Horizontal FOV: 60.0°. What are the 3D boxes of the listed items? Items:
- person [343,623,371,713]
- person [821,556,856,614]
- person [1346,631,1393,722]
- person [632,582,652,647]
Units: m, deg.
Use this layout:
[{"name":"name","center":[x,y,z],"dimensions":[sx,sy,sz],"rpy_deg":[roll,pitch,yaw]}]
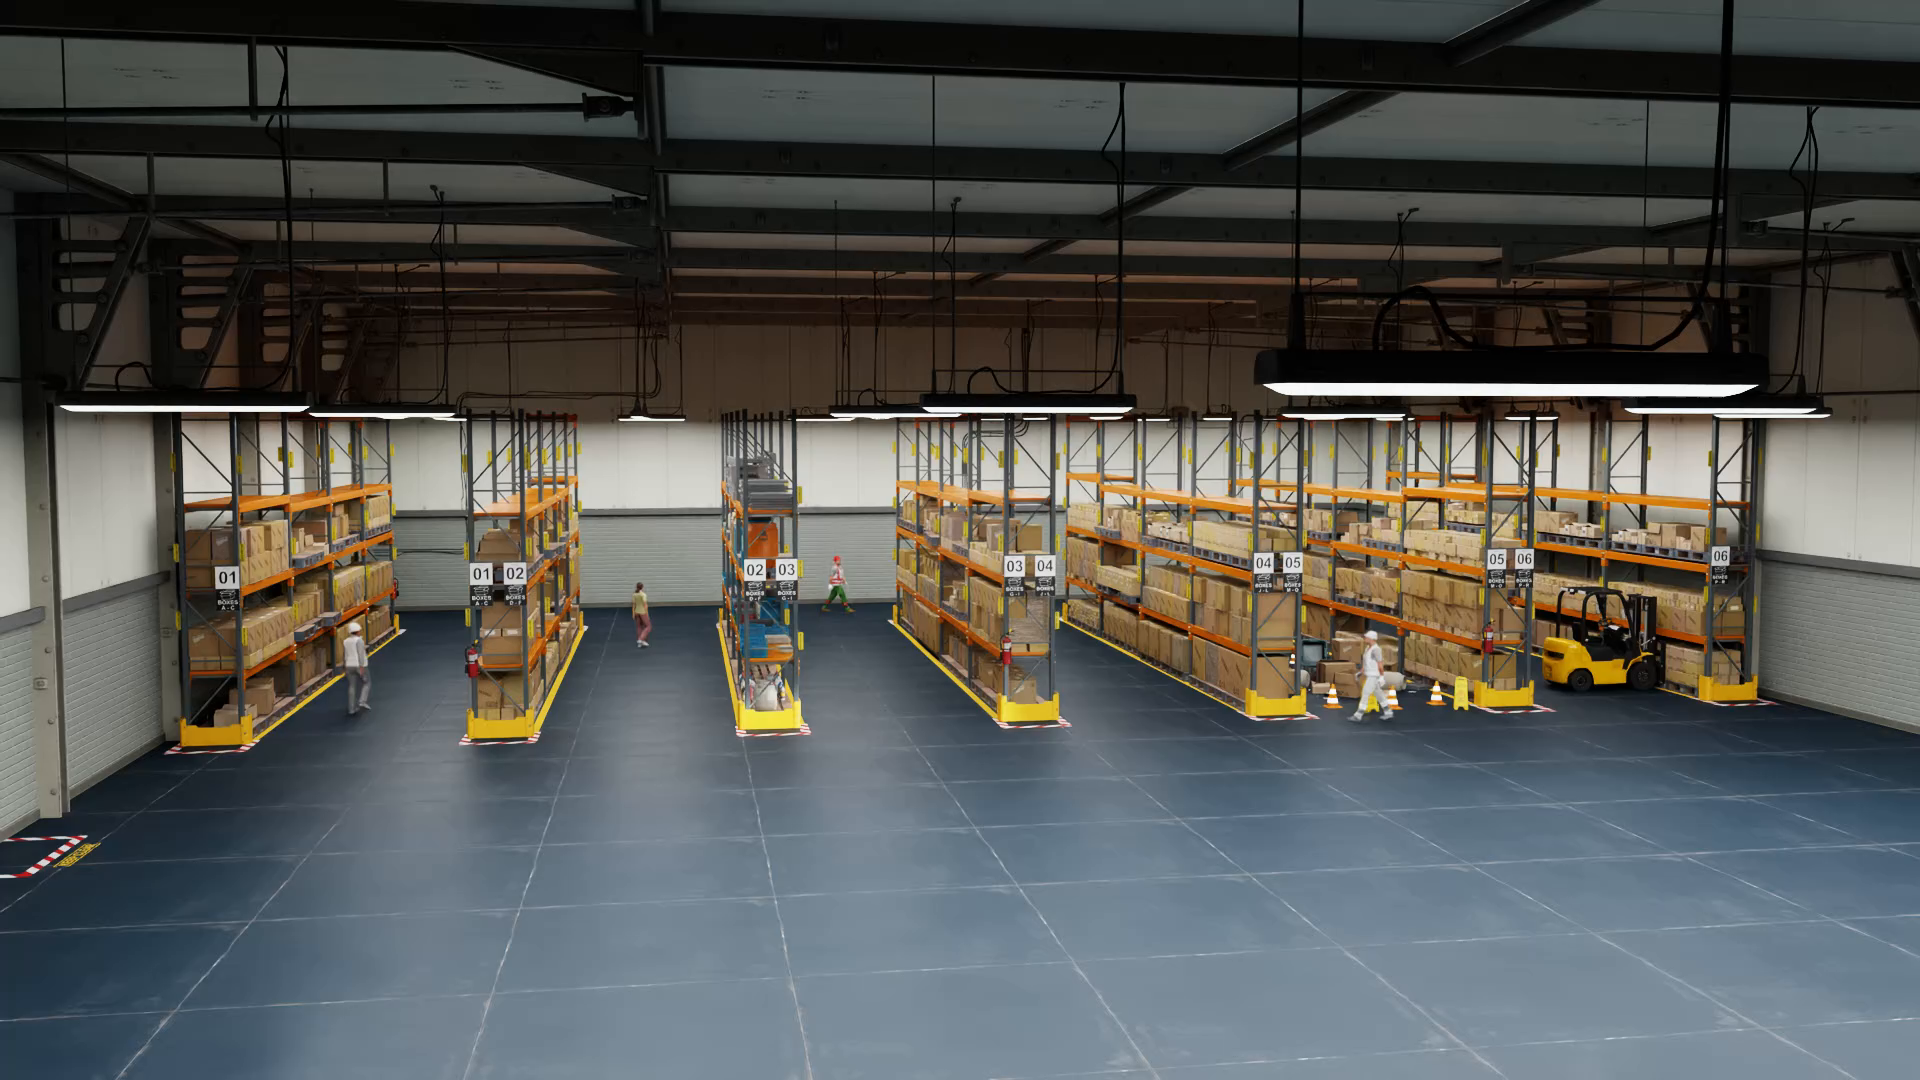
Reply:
[{"name":"person","center":[-12.016,2.528,33.020],"dimensions":[0.544,1.763,0.540],"rpy_deg":[0,4,3]},{"name":"person","center":[-3.660,1.352,50.149],"dimensions":[1.081,1.746,0.514],"rpy_deg":[0,4,5]},{"name":"person","center":[7.868,2.609,31.928],"dimensions":[1.010,1.747,0.602],"rpy_deg":[0,4,-6]},{"name":"person","center":[-8.201,1.919,42.644],"dimensions":[0.480,1.673,0.490],"rpy_deg":[2,4,27]}]
